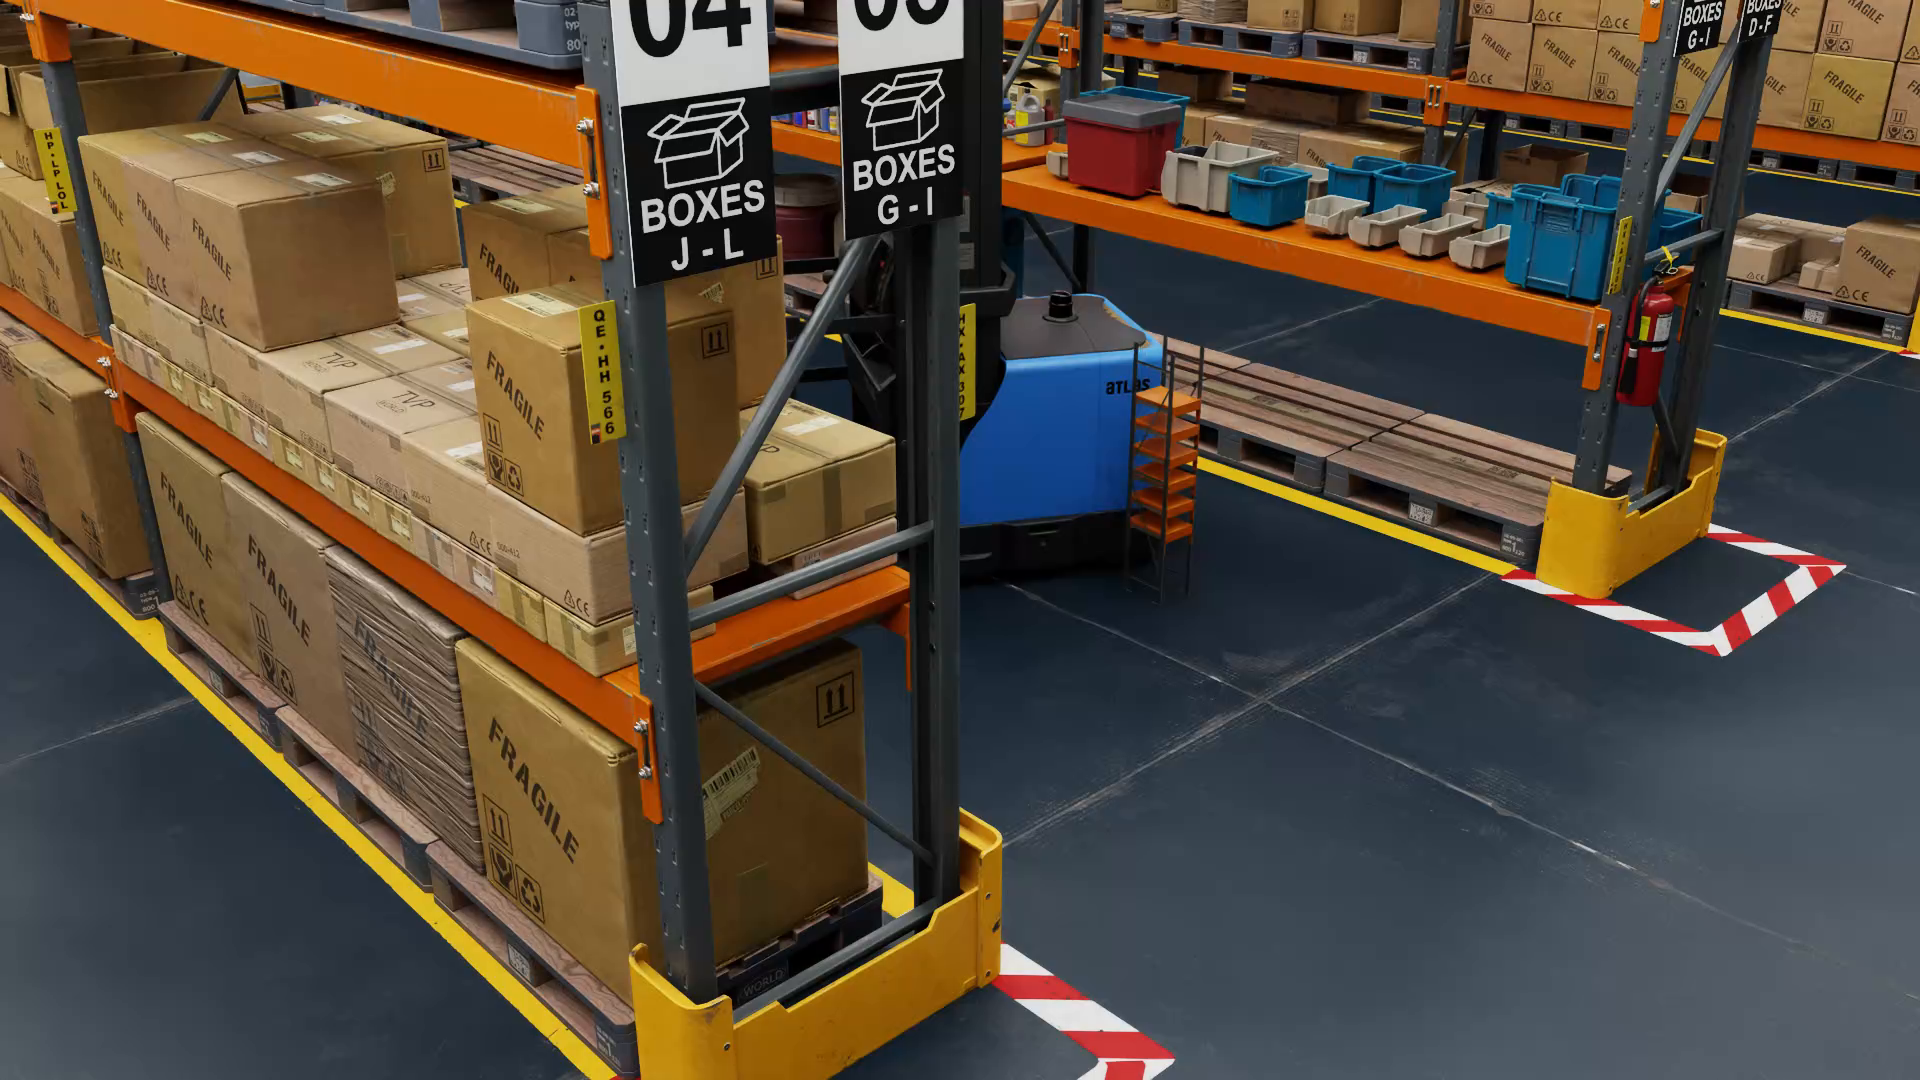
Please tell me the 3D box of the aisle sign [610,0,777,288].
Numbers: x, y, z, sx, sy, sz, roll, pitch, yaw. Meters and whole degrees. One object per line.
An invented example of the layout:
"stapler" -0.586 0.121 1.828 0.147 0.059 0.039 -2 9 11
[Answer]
"aisle sign" -0.575 -0.971 3.633 0.394 0.787 0.004 -21 32 -38

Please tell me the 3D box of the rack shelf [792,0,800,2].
"rack shelf" -2.740 -6.619 20.012 1.077 0.370 4.000 -21 32 -38

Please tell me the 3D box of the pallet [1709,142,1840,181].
"pallet" 8.171 -3.802 16.329 1.003 0.211 1.213 -21 32 -38

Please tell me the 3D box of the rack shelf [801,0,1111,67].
"rack shelf" -0.006 -5.407 17.355 1.077 0.370 4.000 -21 32 -38

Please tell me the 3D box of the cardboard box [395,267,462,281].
"cardboard box" -2.290 -0.959 6.561 0.500 0.250 0.500 -20 31 -37

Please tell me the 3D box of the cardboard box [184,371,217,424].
"cardboard box" -2.639 -0.571 6.190 0.380 0.149 0.250 -22 33 -40

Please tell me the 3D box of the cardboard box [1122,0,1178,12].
"cardboard box" 1.873 -5.206 15.422 0.500 0.500 0.700 12 27 25

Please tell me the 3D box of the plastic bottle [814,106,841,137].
"plastic bottle" -0.795 -2.823 10.974 0.152 0.276 0.367 -21 32 -38

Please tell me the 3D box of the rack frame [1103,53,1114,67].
"rack frame" 2.240 -7.747 21.617 1.000 3.000 0.127 -21 32 -38

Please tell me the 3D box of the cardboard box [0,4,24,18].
"cardboard box" -5.385 -2.595 8.995 0.797 0.503 0.637 -20 31 -37

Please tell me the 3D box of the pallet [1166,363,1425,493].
"pallet" 1.845 -0.662 9.447 1.003 0.211 1.213 -21 32 -38

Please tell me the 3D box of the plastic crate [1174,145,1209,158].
"plastic crate" 1.437 -2.152 9.612 0.437 0.125 0.590 -21 32 -38

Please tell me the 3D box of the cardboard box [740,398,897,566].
"cardboard box" -0.536 -0.185 4.863 0.500 0.250 0.500 -22 33 -40

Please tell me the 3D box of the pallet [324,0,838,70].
"pallet" -0.920 -1.442 4.289 1.003 0.211 1.213 -21 32 -38

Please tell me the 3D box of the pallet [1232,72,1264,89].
"pallet" 3.611 -5.873 20.869 1.003 0.211 1.213 -21 32 -38

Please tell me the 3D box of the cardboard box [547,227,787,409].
"cardboard box" -0.878 -0.677 5.039 0.500 0.500 0.500 -22 33 -40

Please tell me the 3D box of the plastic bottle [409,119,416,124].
"plastic bottle" -5.660 -4.479 17.117 0.144 0.351 0.185 -22 32 -39

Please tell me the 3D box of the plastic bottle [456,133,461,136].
"plastic bottle" -4.959 -4.115 16.497 0.097 0.201 0.097 0 25 0

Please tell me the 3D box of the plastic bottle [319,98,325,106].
"plastic bottle" -6.480 -4.365 16.962 0.097 0.271 0.097 0 25 0

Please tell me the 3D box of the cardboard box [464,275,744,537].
"cardboard box" -0.930 -0.377 4.381 0.500 0.500 0.500 -21 32 -38

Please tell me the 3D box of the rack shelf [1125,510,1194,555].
"rack shelf" 0.909 -0.044 7.585 0.180 0.103 0.258 -19 31 -35

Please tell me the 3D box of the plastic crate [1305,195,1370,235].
"plastic crate" 1.909 -1.657 8.514 0.298 0.136 0.250 -21 32 -38

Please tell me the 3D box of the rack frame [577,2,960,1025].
"rack frame" -0.405 0.104 4.407 1.000 3.000 0.127 -21 32 -38

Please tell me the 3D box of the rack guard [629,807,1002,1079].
"rack guard" -0.389 1.249 4.910 1.175 0.500 0.348 -21 32 -38

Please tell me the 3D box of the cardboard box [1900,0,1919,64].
"cardboard box" 6.324 -3.262 10.461 0.500 0.500 0.500 -22 32 -39

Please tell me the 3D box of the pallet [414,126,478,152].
"pallet" -5.420 -3.883 16.507 1.003 0.211 1.213 -21 32 -38

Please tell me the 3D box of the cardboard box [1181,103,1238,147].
"cardboard box" 2.164 -3.662 15.145 0.500 0.500 0.500 -22 32 -39

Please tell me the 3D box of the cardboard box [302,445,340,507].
"cardboard box" -1.934 -0.259 5.506 0.380 0.149 0.250 -20 32 -37

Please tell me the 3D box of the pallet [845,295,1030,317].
"pallet" -0.021 -1.489 11.261 1.003 0.211 1.213 -21 32 -38

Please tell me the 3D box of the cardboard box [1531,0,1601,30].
"cardboard box" 4.564 -4.038 12.163 0.500 0.500 0.500 -22 33 -40

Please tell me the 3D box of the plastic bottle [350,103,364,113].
"plastic bottle" -5.994 -4.201 16.505 0.144 0.351 0.185 -21 32 -39

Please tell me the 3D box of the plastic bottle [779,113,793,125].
"plastic bottle" -1.144 -3.009 11.292 0.144 0.351 0.185 -21 32 -38

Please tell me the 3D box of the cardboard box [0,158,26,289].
"cardboard box" -4.354 -1.525 7.859 0.500 0.500 0.500 -22 32 -39

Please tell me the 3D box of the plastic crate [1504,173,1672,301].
"plastic crate" 2.845 -1.392 7.573 0.616 0.435 0.499 -21 32 -38

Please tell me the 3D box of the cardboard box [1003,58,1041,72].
"cardboard box" 0.505 -4.878 17.459 0.500 0.311 0.500 -22 33 -40

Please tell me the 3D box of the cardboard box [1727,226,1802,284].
"cardboard box" 5.650 -2.045 11.902 0.500 0.250 0.500 -21 32 -38

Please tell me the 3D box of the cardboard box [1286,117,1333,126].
"cardboard box" 3.233 -3.507 14.805 0.500 0.500 0.500 -21 32 -38

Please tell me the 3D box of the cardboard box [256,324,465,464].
"cardboard box" -1.983 -0.499 5.552 0.500 0.250 0.500 -21 32 -38

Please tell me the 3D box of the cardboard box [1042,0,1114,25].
"cardboard box" 1.144 -5.210 16.165 0.500 0.311 0.500 -19 31 -35

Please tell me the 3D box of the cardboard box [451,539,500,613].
"cardboard box" -1.239 0.049 4.831 0.380 0.149 0.250 -21 32 -38

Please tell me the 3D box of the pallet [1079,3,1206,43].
"pallet" 1.875 -4.856 15.511 1.213 0.211 1.003 -21 32 -38

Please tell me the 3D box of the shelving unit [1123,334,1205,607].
"shelving unit" 0.909 -0.302 7.467 0.189 1.200 0.258 -19 31 -35

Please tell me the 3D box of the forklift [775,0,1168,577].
"forklift" -0.604 -1.269 7.501 3.031 2.935 1.130 -6 25 -13

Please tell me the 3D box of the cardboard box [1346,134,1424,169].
"cardboard box" 3.548 -3.048 13.798 0.500 0.500 0.500 -21 32 -39

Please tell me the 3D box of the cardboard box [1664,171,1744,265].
"cardboard box" 5.382 -2.413 12.403 0.797 0.503 0.637 -21 32 -38

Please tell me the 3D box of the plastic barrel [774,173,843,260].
"plastic barrel" -1.139 -2.333 12.149 0.600 0.588 0.708 -21 32 -38

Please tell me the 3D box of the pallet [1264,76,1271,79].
"pallet" 4.441 -5.503 20.059 1.003 0.211 1.213 -21 32 -38

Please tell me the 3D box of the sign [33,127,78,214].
"sign" -3.529 -1.441 6.496 0.100 0.325 0.005 -21 32 -38

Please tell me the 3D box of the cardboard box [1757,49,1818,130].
"cardboard box" 5.630 -3.118 11.349 0.500 0.500 0.500 -21 32 -38

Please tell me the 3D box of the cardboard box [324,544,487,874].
"cardboard box" -1.523 0.433 5.740 0.875 0.875 0.875 -21 32 -38

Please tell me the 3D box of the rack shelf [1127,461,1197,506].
"rack shelf" 0.909 -0.262 7.486 0.180 0.103 0.258 -19 31 -35

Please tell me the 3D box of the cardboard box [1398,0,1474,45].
"cardboard box" 3.934 -4.360 13.567 0.500 0.500 0.700 12 27 25

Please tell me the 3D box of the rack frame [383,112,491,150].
"rack frame" -4.992 -4.936 15.456 1.000 3.000 0.127 -21 32 -38

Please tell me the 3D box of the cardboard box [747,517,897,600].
"cardboard box" -0.407 0.018 4.900 0.380 0.149 0.250 -21 32 -38

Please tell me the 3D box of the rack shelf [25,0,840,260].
"rack shelf" -1.772 -1.539 5.262 1.077 0.370 4.000 -21 32 -38

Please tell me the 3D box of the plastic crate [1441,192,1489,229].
"plastic crate" 2.659 -1.702 8.613 0.250 0.136 0.298 -21 32 -38

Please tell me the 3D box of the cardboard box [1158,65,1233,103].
"cardboard box" 2.213 -4.300 15.640 0.500 0.250 0.500 -20 31 -37

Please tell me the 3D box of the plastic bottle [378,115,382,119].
"plastic bottle" -5.561 -3.953 16.043 0.061 0.283 0.133 -19 31 -36
